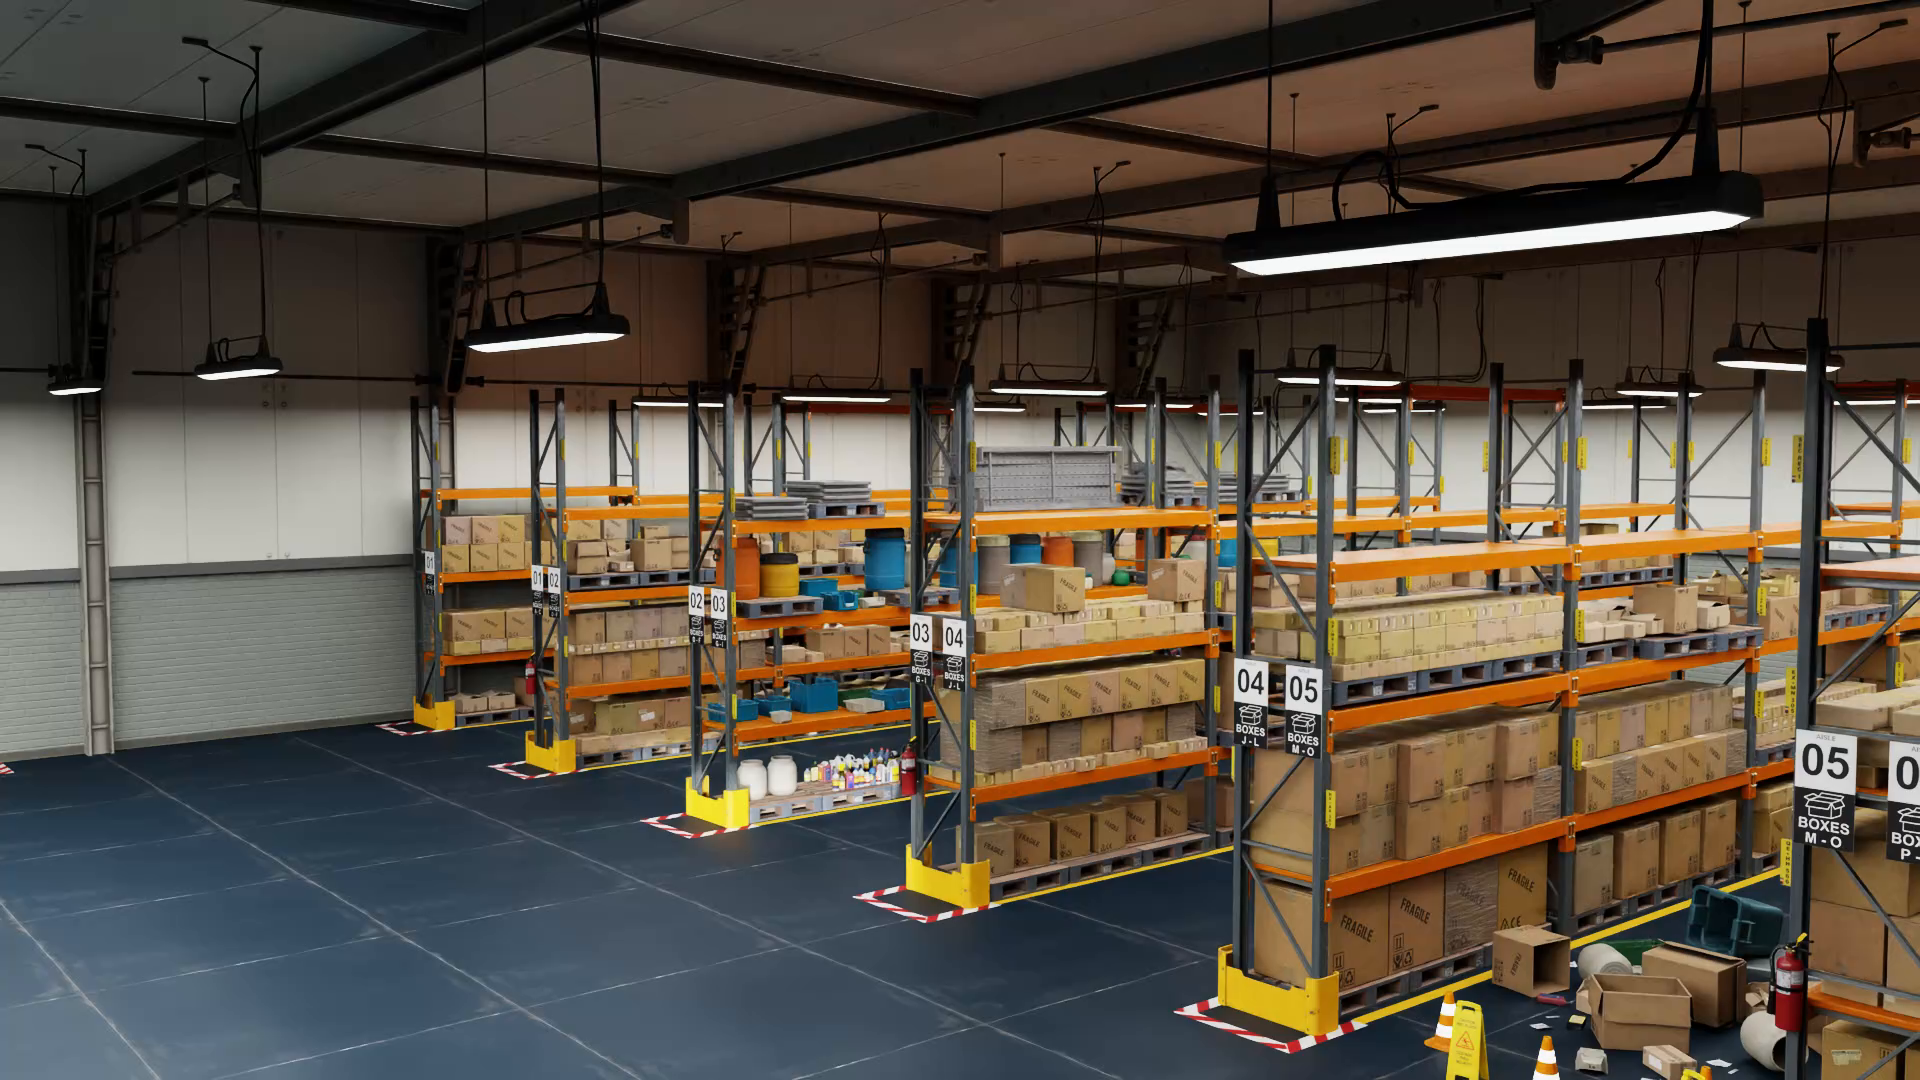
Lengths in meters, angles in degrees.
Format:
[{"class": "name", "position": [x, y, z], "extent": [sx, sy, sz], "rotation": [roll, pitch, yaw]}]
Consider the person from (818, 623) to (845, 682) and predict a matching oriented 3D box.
[{"class": "person", "position": [-2.645, 2.314, 33.434], "extent": [0.584, 1.786, 0.747], "rotation": [2, 4, 28]}]
